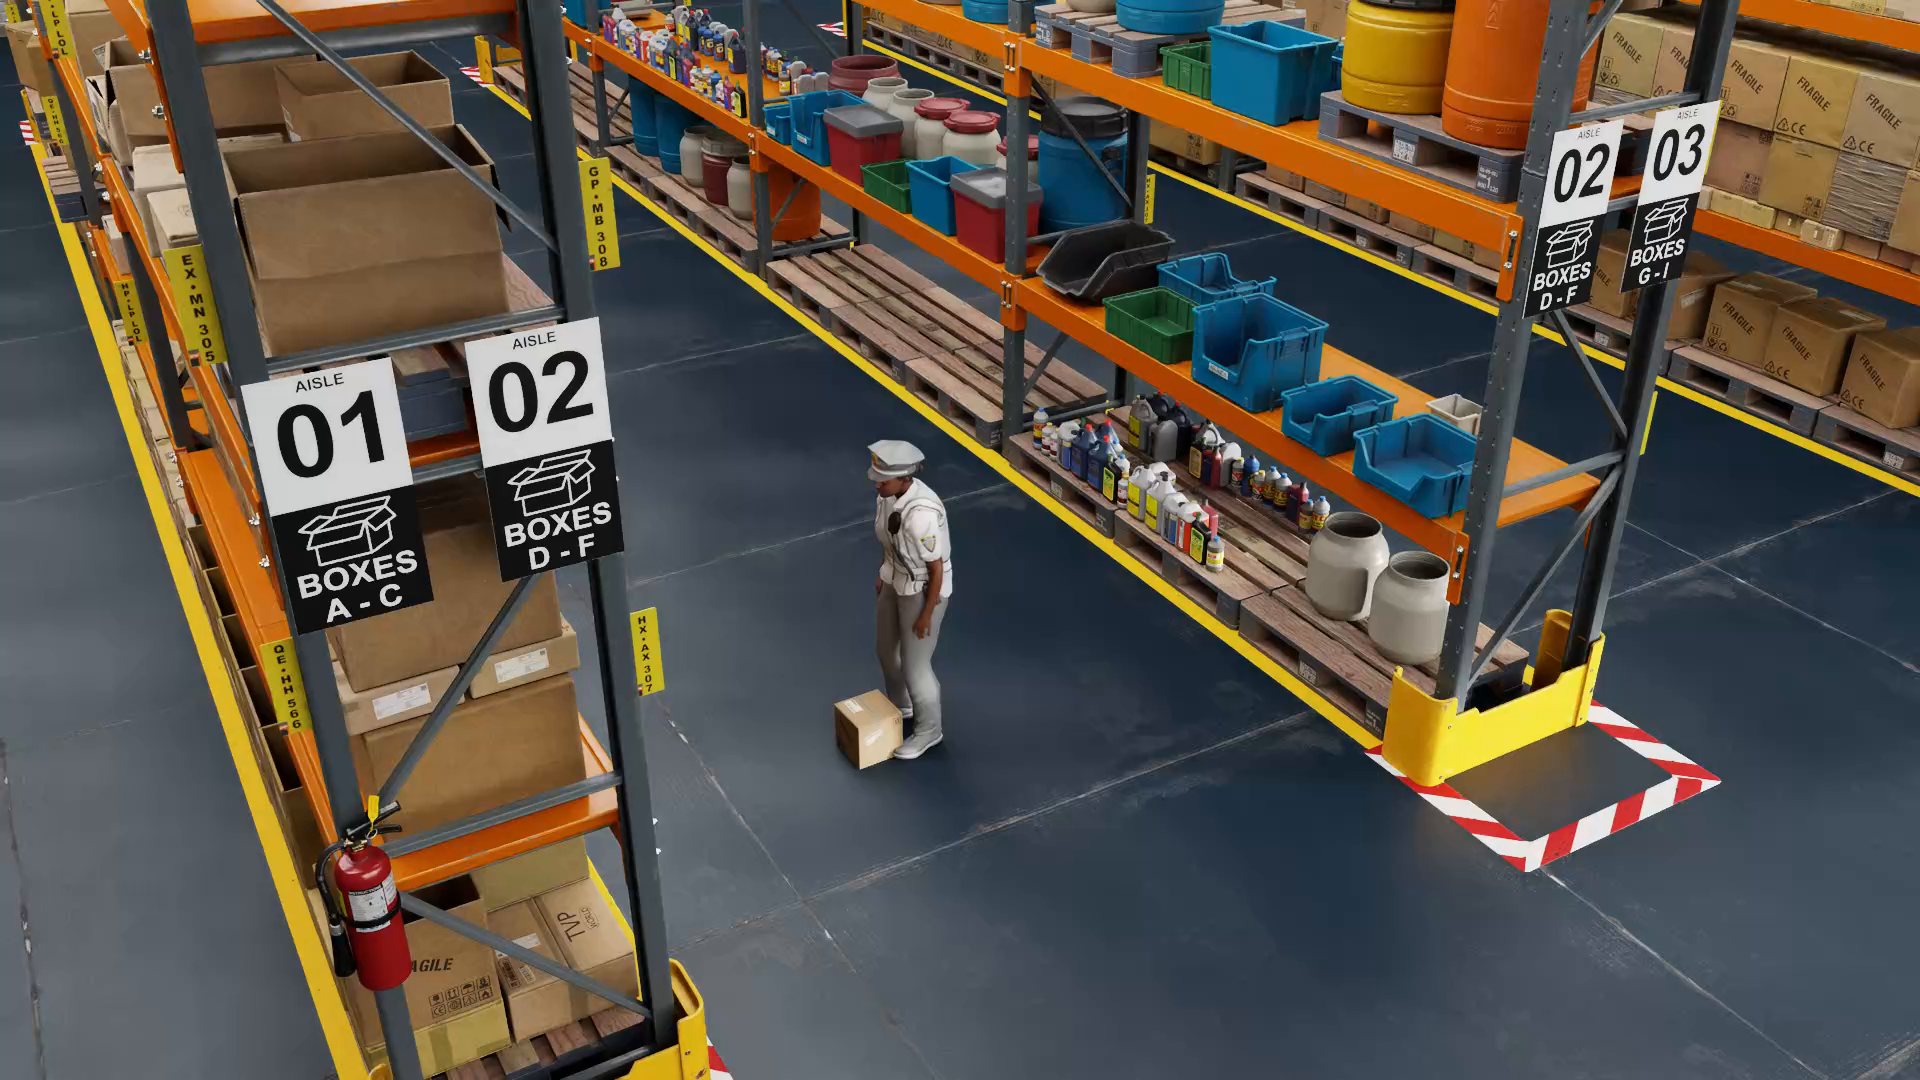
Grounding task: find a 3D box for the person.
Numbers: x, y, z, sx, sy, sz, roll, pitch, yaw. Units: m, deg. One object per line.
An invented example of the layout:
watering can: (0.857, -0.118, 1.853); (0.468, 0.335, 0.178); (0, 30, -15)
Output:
person: (-0.258, 0.265, 8.084); (0.396, 1.656, 0.503); (-16, 33, -27)
